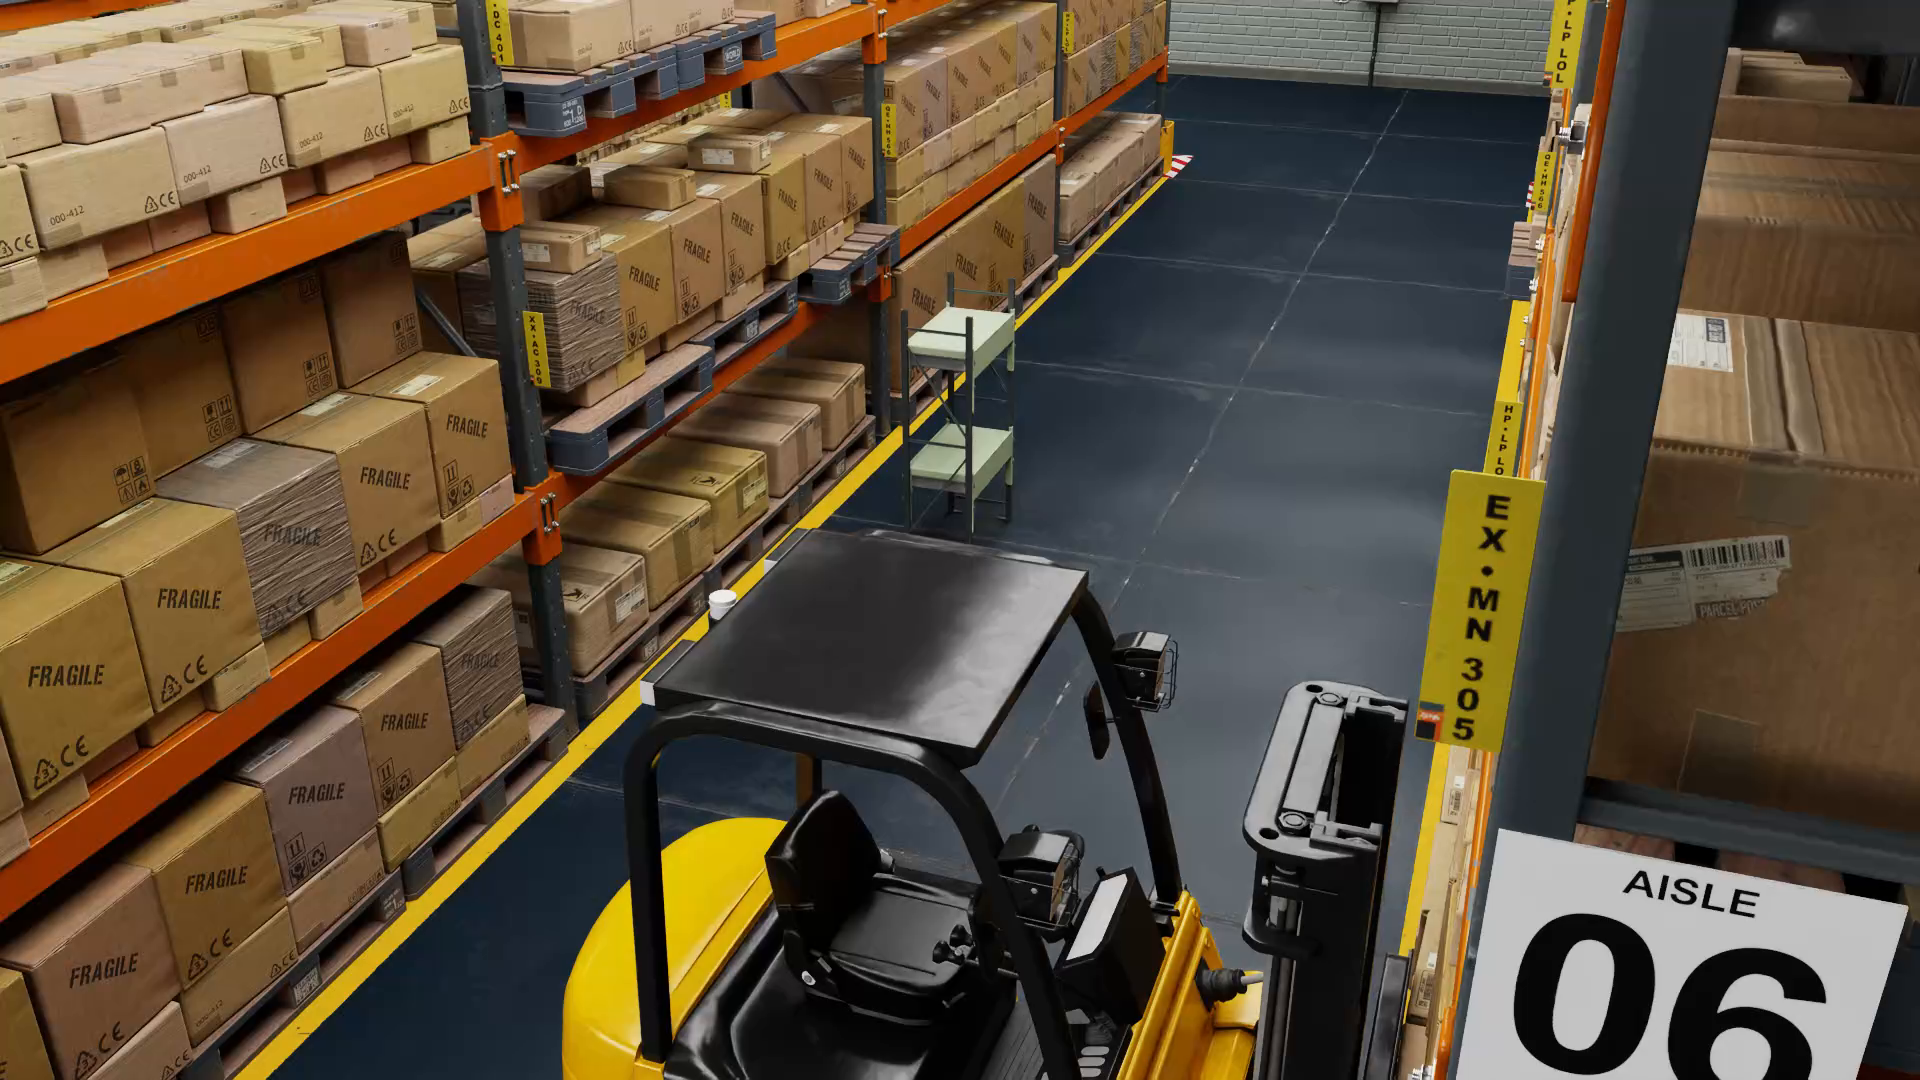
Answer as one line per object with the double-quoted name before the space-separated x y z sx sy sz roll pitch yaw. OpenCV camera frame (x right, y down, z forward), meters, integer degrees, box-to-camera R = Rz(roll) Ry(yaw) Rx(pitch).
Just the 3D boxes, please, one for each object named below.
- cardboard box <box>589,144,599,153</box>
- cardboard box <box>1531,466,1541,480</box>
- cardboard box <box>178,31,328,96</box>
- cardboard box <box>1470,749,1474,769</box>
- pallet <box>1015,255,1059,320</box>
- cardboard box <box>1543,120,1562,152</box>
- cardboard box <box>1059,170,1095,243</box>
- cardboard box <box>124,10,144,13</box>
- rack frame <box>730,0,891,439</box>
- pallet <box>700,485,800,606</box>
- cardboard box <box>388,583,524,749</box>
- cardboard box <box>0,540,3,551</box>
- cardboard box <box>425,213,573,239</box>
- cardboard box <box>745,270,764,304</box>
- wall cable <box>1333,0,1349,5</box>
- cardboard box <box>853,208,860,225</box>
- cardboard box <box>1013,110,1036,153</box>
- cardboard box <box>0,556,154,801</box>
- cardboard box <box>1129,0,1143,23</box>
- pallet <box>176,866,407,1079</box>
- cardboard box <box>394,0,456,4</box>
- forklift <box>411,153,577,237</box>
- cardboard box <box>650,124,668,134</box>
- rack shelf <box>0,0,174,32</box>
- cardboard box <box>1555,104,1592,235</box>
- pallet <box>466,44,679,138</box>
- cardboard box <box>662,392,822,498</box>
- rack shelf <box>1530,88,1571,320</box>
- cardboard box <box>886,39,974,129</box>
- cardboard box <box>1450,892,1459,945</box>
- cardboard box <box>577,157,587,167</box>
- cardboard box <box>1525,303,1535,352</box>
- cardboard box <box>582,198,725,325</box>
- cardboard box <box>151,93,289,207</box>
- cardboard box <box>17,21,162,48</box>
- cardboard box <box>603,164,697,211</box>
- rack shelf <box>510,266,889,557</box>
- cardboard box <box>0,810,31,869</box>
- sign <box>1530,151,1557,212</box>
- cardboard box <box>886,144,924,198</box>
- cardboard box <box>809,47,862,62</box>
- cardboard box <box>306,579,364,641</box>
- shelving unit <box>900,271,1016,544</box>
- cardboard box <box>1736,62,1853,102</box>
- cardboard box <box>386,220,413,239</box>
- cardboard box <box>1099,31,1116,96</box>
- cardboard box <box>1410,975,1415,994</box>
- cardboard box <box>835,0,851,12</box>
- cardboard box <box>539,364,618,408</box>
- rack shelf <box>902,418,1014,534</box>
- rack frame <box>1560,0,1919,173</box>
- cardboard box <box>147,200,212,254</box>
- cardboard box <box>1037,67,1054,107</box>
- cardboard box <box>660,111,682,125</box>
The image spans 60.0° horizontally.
"cardboard box" -3.833 -3.948 16.569 0.380 0.149 0.250 8 27 17
"cardboard box" 1.051 0.023 2.510 0.380 0.149 0.250 8 27 16
"cardboard box" -2.337 -1.580 5.502 0.380 0.149 0.250 10 27 19
"cardboard box" 1.841 0.551 5.056 0.500 0.500 0.500 9 27 18
"pallet" 0.187 -2.188 14.027 1.003 0.211 1.213 9 27 17
"cardboard box" 4.093 -2.342 10.545 0.797 0.503 0.637 8 27 16
"cardboard box" 0.683 -3.049 15.064 0.875 0.438 0.875 8 27 17
"cardboard box" -8.569 -5.430 17.353 0.500 0.250 0.500 8 27 16
"rack frame" -0.958 -2.127 10.702 1.000 3.000 0.127 9 27 17
"pallet" -1.627 -0.052 9.614 1.003 0.211 1.213 9 27 17
"cardboard box" -2.233 0.510 7.068 0.500 0.500 0.500 8 27 17
"cardboard box" -3.408 -0.142 4.997 0.700 0.500 0.500 8 27 17
"cardboard box" -2.188 -1.278 8.010 0.500 0.500 0.500 9 27 18
"cardboard box" -1.286 -1.386 8.977 0.380 0.149 0.250 8 27 16
"wall cable" 4.900 -7.992 21.648 0.588 1.984 0.122 9 27 17
"cardboard box" -0.845 -2.034 10.316 0.380 0.149 0.250 10 28 19
"cardboard box" 0.291 -3.274 13.241 0.500 0.250 0.500 8 27 17
"cardboard box" -2.864 0.404 5.017 0.500 0.500 0.500 8 27 16
"cardboard box" 1.454 -5.255 15.900 0.500 0.500 0.500 9 27 17
"pallet" -2.884 1.556 6.295 1.003 0.211 1.213 9 27 17
"cardboard box" -2.217 -2.437 7.015 0.500 0.250 0.500 9 27 19
"forklift" -3.074 -1.880 10.270 1.130 2.935 3.031 10 27 19
"cardboard box" -3.338 -4.341 17.723 0.380 0.149 0.250 10 28 20
"rack shelf" -6.325 -3.008 9.904 1.077 0.370 4.000 9 27 17
"cardboard box" 1.886 -1.003 4.442 0.500 0.311 0.500 9 27 18
"pallet" -1.983 -1.987 7.186 1.213 0.211 1.003 9 27 17
"cardboard box" -1.394 -0.598 10.077 0.950 0.372 0.625 8 27 16
"rack shelf" 3.058 -1.613 7.024 1.077 0.370 4.000 9 27 17
"cardboard box" -0.221 -3.205 11.666 0.500 0.500 0.500 10 27 19
"cardboard box" 1.317 0.828 3.739 0.380 0.149 0.250 9 27 18
"cardboard box" -3.907 -3.707 16.412 0.380 0.149 0.250 9 27 18
"cardboard box" 2.709 -0.924 7.358 0.380 0.149 0.250 8 27 16
"cardboard box" -1.519 -1.410 8.281 0.500 0.500 0.500 9 27 17
"cardboard box" -2.533 -1.264 5.308 0.500 0.250 0.500 8 27 17
"cardboard box" -2.970 -1.675 5.698 0.380 0.149 0.250 9 27 17
"cardboard box" -1.535 -1.747 8.233 0.380 0.149 0.250 10 28 20
"rack shelf" -1.624 -0.982 9.161 1.077 0.370 4.000 9 27 17
"cardboard box" -2.949 0.863 4.814 0.380 0.149 0.250 9 27 18
"sign" 3.209 -1.969 9.137 0.100 0.325 0.005 9 27 17
"cardboard box" -0.557 -2.457 10.981 0.500 0.250 0.500 9 27 17
"cardboard box" -0.870 -3.085 11.417 0.500 0.500 0.500 9 27 18
"cardboard box" -2.444 0.224 6.134 0.380 0.149 0.250 8 27 17
"shelving unit" -0.002 -0.672 9.417 0.431 1.500 0.755 9 27 17
"cardboard box" 2.860 -1.557 5.772 0.380 0.149 0.250 9 27 17
"cardboard box" -4.853 -2.540 13.940 0.500 0.500 0.500 8 27 16
"cardboard box" 1.119 -4.381 15.241 0.500 0.500 0.500 9 27 18
"cardboard box" 1.597 1.625 5.052 0.500 0.250 0.500 9 27 17
"cardboard box" -0.865 -3.204 9.772 0.380 0.149 0.250 9 27 17
"cardboard box" -1.807 -0.741 7.644 0.380 0.149 0.250 9 27 18
"rack shelf" -0.002 -0.379 9.560 0.431 0.370 0.720 9 27 17
"rack frame" 2.393 -2.465 4.516 1.000 3.000 0.127 9 27 17
"cardboard box" -2.629 -1.031 5.284 0.380 0.149 0.250 9 27 19
"cardboard box" 0.455 -3.712 13.573 0.500 0.250 0.500 9 27 17
"cardboard box" -3.222 -4.575 17.864 0.380 0.149 0.250 10 28 19
